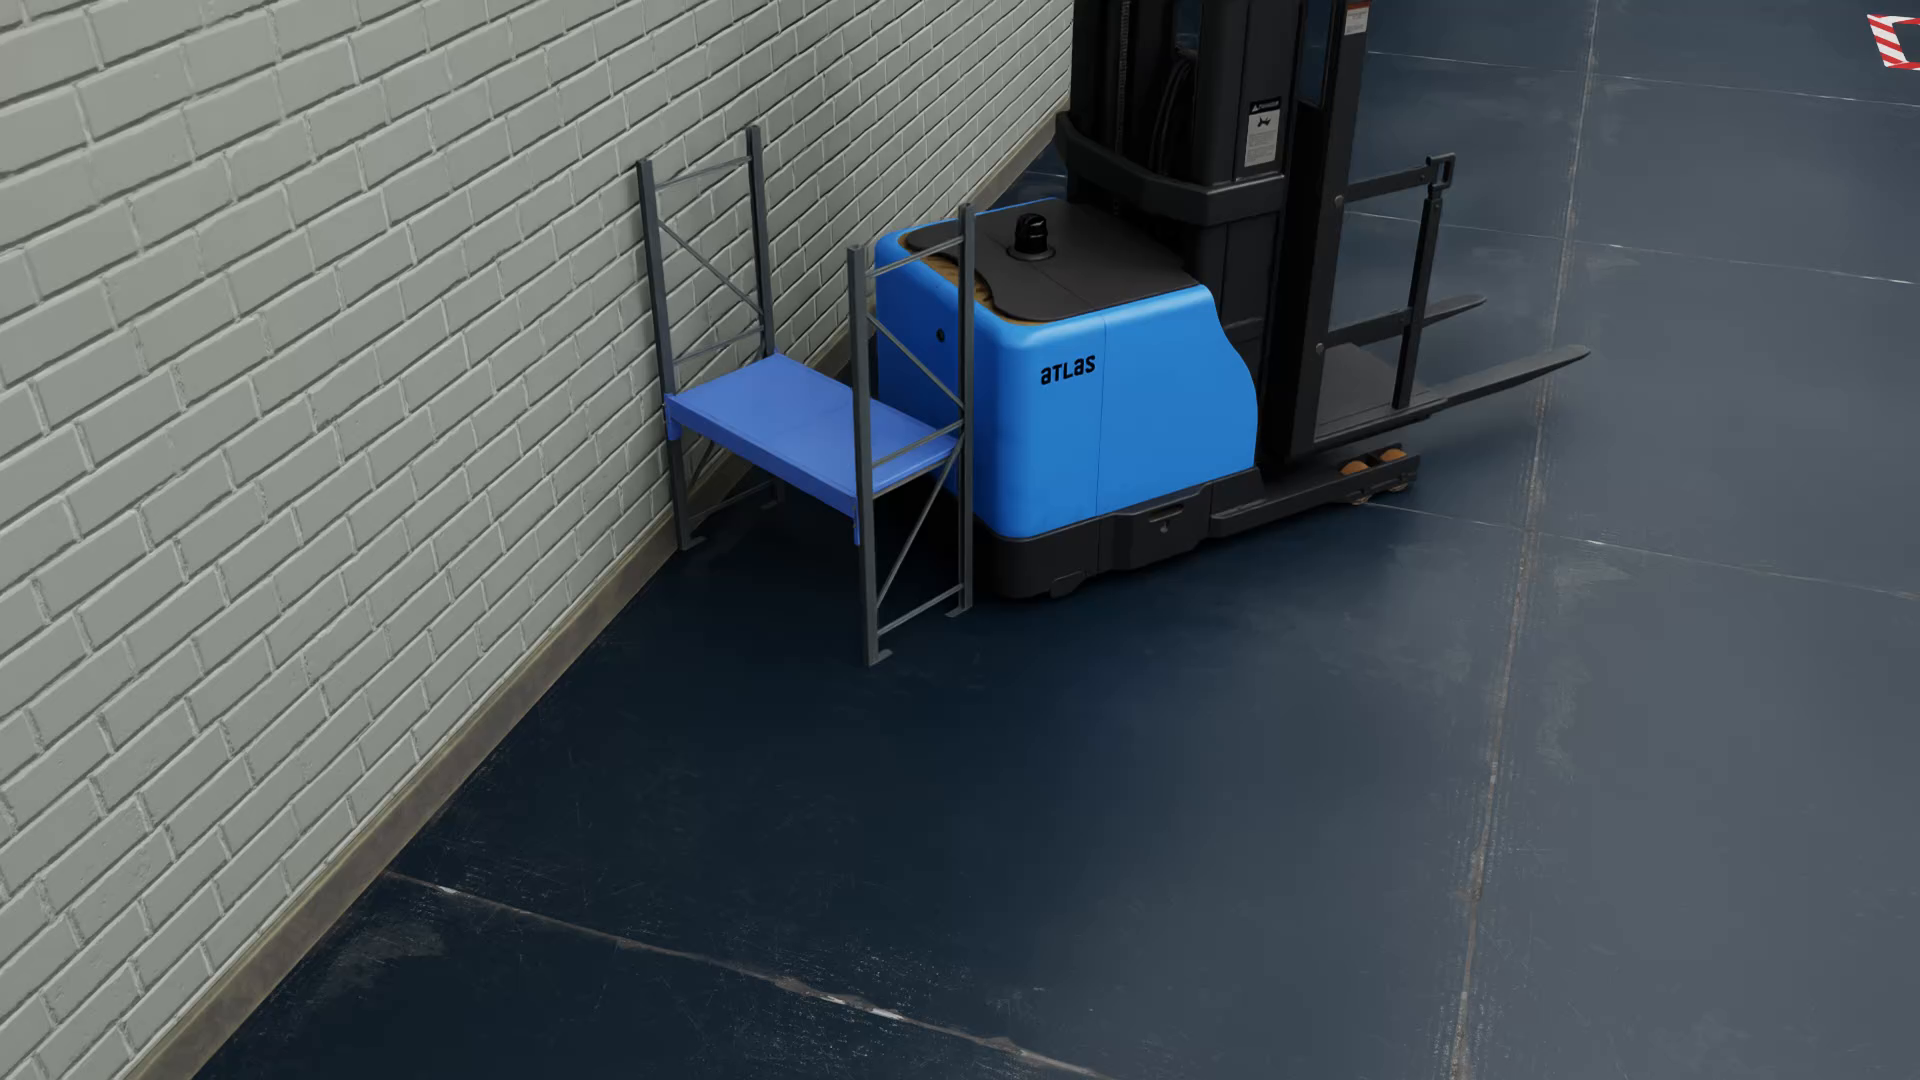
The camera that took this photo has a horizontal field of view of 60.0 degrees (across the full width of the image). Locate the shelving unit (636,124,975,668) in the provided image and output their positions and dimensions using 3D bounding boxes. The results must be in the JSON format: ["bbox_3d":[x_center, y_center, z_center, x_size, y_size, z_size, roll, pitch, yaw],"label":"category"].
[{"bbox_3d":[-0.503,-0.496,5.636,1.048,1.500,0.538,28,42,36],"label":"shelving unit"}]

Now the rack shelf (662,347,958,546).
[{"bbox_3d":[-0.503,-0.345,5.733,1.000,0.185,0.538,28,42,36],"label":"rack shelf"}]

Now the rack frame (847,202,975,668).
[{"bbox_3d":[-0.141,-0.303,5.336,0.032,1.500,0.500,28,42,36],"label":"rack frame"}]

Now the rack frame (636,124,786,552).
[{"bbox_3d":[-0.866,-0.689,5.935,0.032,1.500,0.500,28,42,36],"label":"rack frame"}]

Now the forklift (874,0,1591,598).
[{"bbox_3d":[1.214,-1.600,6.026,3.031,2.935,1.130,-17,37,-25],"label":"forklift"}]
